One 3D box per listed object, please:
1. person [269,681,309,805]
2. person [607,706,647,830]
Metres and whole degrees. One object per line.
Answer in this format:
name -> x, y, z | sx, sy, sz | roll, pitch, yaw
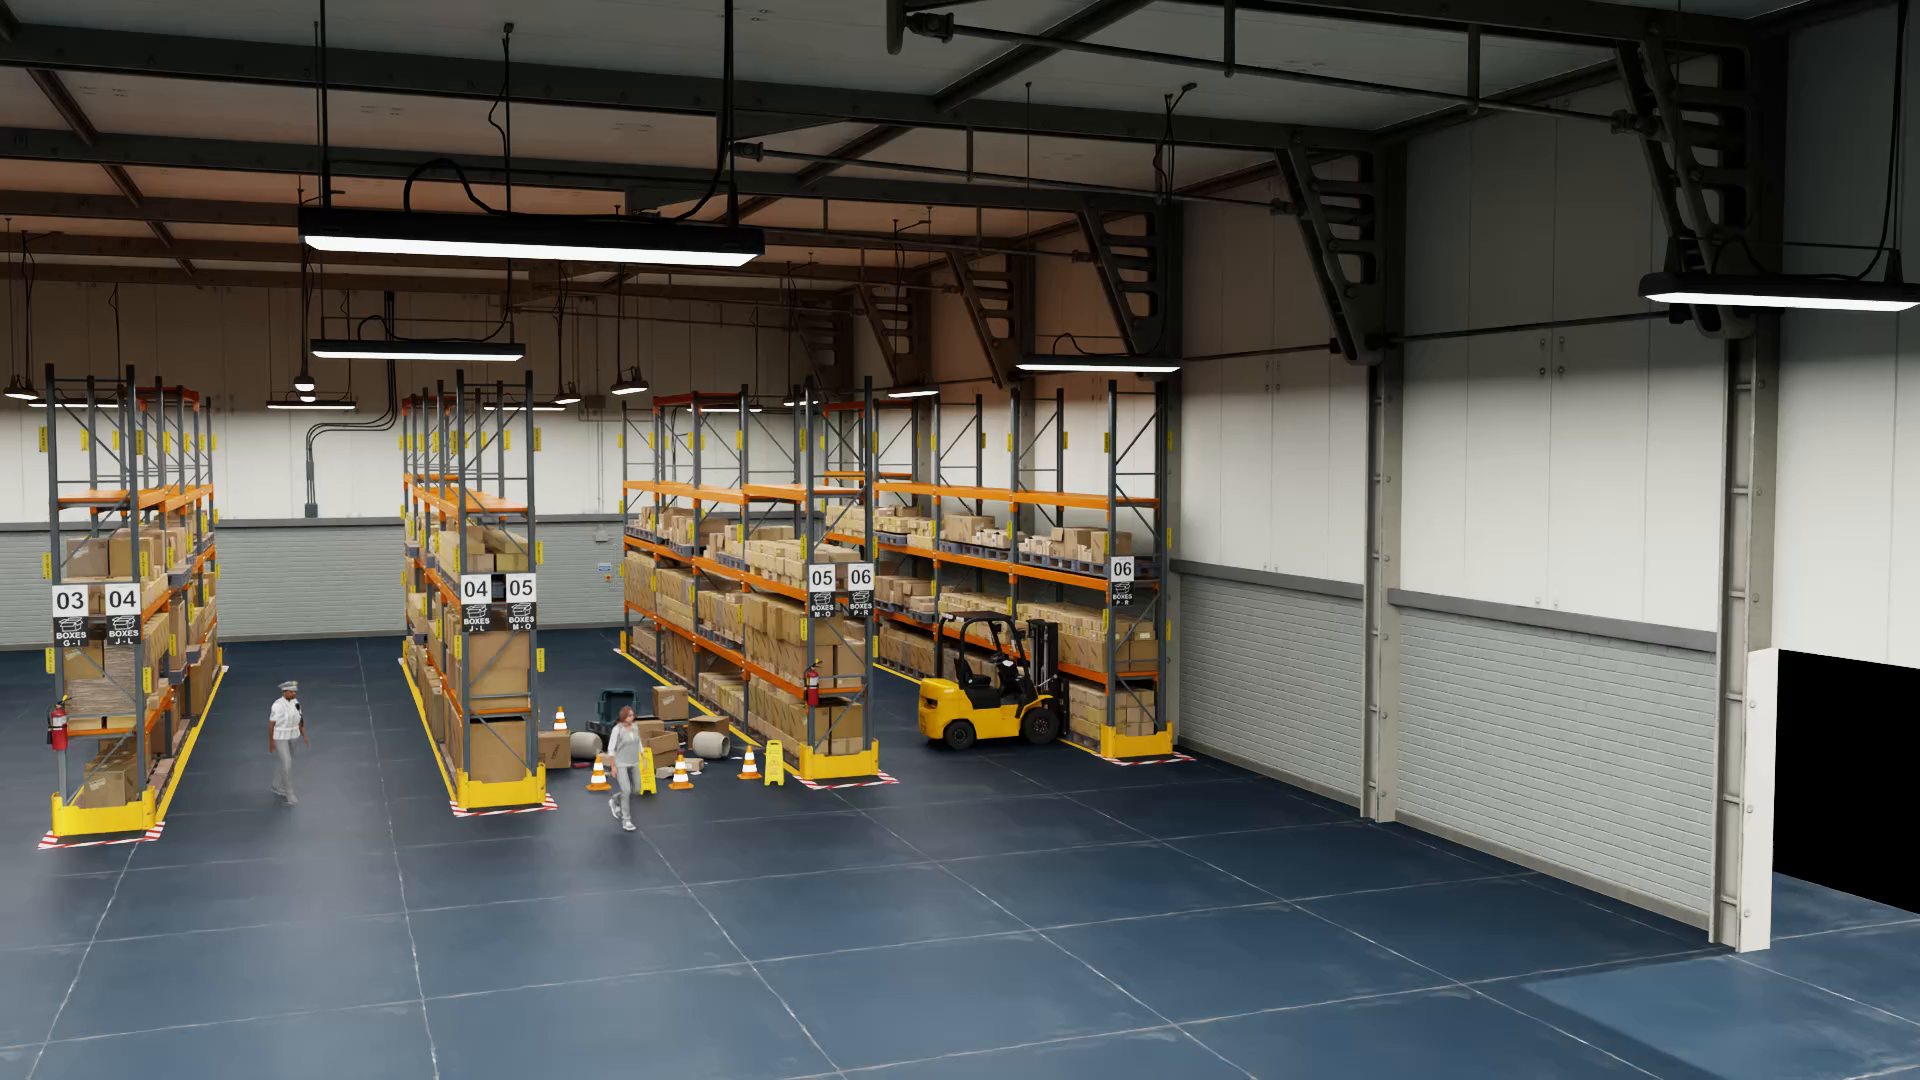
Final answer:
person -> -9.450, 2.811, 23.339 | 0.799, 1.678, 0.500 | 2, 4, 32
person -> -4.351, 2.989, 21.653 | 0.673, 1.475, 0.522 | 3, 5, 43
